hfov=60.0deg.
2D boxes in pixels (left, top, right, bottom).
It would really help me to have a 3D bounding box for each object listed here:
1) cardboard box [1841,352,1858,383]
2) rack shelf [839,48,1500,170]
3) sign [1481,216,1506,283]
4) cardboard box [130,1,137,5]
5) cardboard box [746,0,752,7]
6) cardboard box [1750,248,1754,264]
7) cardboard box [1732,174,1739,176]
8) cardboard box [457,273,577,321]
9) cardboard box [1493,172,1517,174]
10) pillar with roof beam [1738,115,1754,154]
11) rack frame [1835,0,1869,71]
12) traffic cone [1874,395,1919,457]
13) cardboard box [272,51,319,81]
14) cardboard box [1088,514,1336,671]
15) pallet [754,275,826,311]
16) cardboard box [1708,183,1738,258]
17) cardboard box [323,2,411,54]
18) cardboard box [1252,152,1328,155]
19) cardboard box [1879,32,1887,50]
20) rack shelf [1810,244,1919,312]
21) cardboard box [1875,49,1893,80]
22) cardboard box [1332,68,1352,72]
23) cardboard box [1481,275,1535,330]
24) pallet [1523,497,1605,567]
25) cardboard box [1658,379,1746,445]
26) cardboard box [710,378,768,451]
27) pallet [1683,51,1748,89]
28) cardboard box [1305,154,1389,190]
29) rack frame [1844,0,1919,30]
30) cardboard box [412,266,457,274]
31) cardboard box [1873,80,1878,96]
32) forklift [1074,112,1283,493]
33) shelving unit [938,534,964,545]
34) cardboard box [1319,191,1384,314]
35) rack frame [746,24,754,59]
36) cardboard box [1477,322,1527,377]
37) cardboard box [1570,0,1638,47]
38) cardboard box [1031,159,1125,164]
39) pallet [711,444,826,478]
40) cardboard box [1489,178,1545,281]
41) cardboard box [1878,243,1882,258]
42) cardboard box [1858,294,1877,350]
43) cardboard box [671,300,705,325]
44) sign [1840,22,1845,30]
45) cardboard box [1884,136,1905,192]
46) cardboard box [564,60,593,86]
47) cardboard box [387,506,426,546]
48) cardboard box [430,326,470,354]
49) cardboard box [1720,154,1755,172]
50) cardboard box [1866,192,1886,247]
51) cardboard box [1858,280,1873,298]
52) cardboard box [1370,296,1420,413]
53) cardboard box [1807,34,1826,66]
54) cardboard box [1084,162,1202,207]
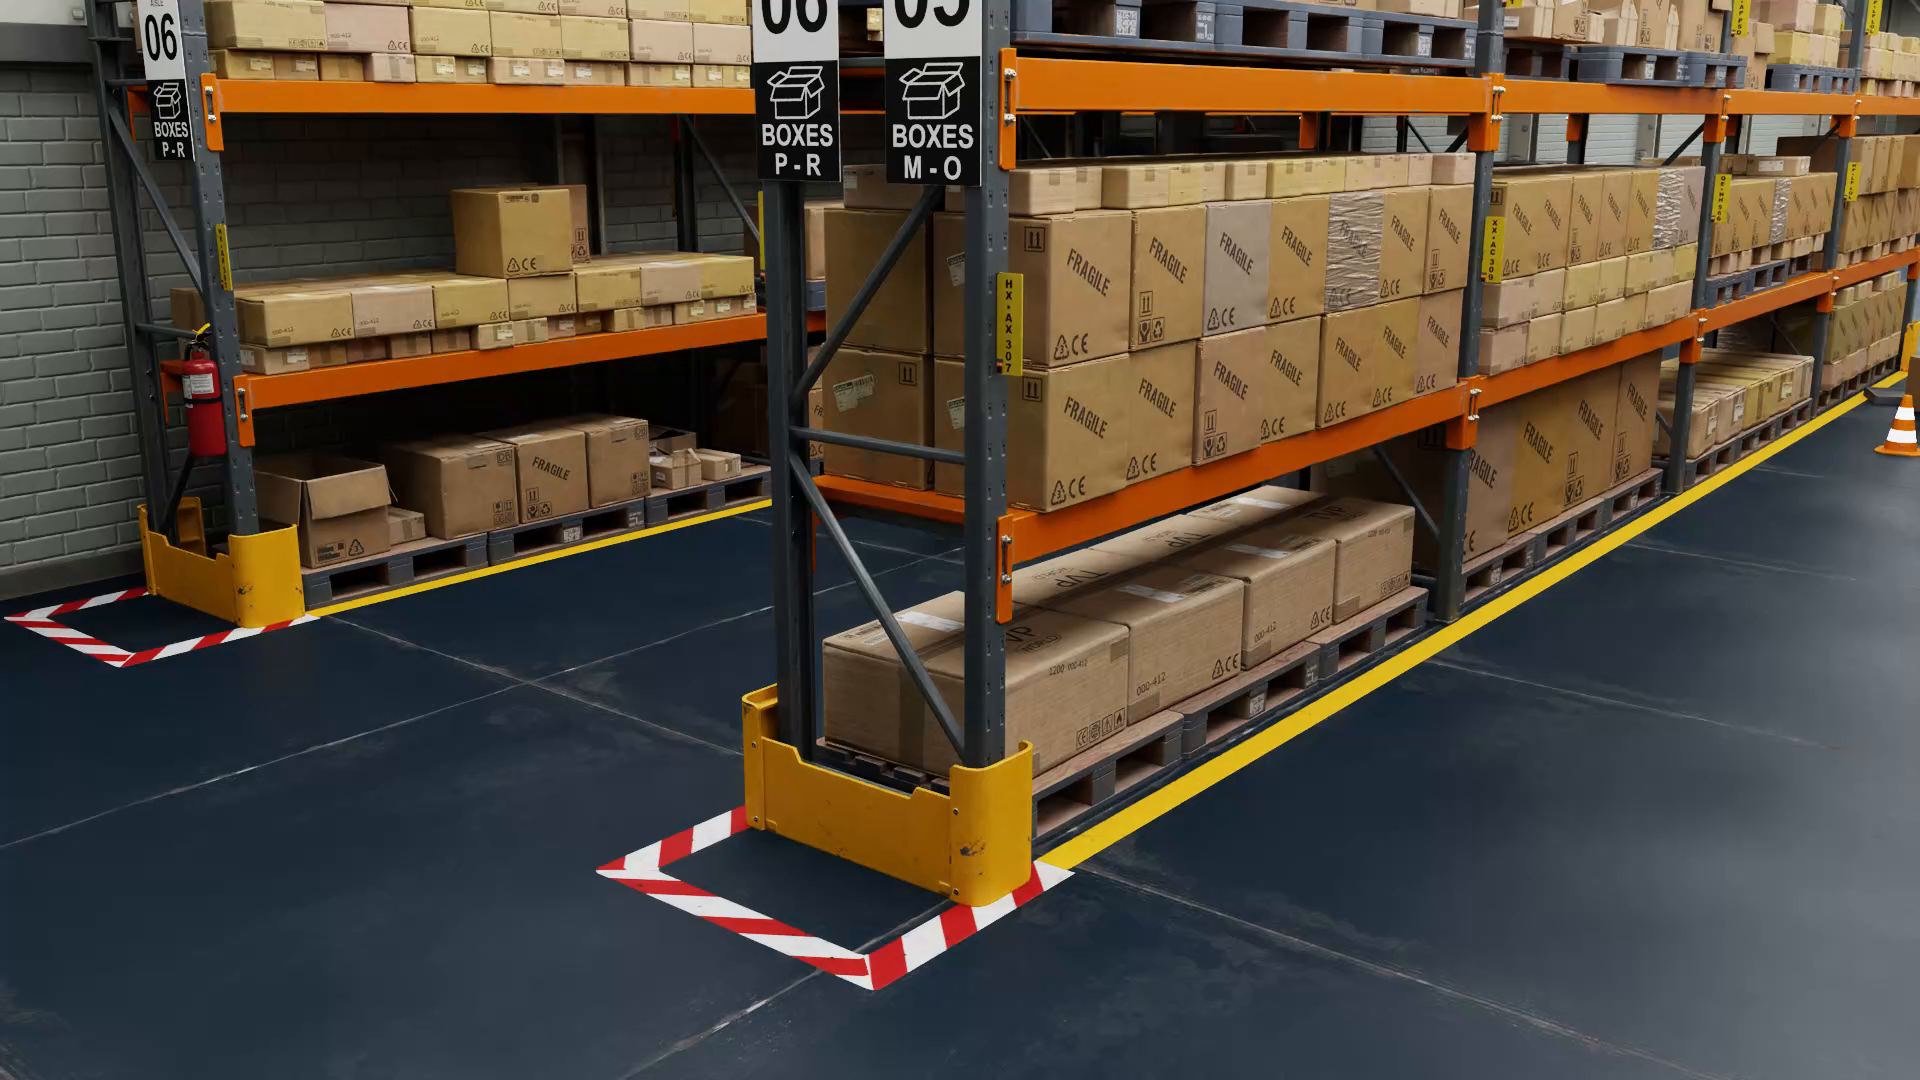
[{"bbox_3d":[8.181,-1.664,15.814,0.500,0.250,0.500,13,19,41],"label":"cardboard box"},{"bbox_3d":[0.988,-1.808,7.018,1.077,0.370,4.000,11,18,38],"label":"rack shelf"},{"bbox_3d":[2.678,-1.459,8.353,0.100,0.325,0.005,11,18,38],"label":"sign"},{"bbox_3d":[-4.069,-2.983,8.868,0.500,0.250,0.500,11,18,36],"label":"cardboard box"},{"bbox_3d":[-1.479,-3.852,11.609,0.396,0.266,0.258,11,18,37],"label":"cardboard box"},{"bbox_3d":[5.947,-2.229,12.964,0.380,0.149,0.250,12,19,40],"label":"cardboard box"},{"bbox_3d":[6.120,-2.780,13.815,0.500,0.500,0.500,11,18,37],"label":"cardboard box"},{"bbox_3d":[-2.699,-1.500,10.134,0.500,0.250,0.500,11,18,36],"label":"cardboard box"},{"bbox_3d":[2.984,-1.938,9.925,0.500,0.500,0.500,12,19,39],"label":"cardboard box"},{"bbox_3d":[19.447,-9.846,31.106,9.100,9.000,0.400,11,18,38],"label":"pillar with roof beam"},{"bbox_3d":[7.273,-5.526,14.098,1.000,3.000,0.127,11,18,38],"label":"rack frame"},{"bbox_3d":[7.583,-0.935,13.362,0.336,0.463,0.334,11,18,38],"label":"traffic cone"},{"bbox_3d":[-3.606,-2.499,8.785,0.380,0.149,0.250,12,18,39],"label":"cardboard box"},{"bbox_3d":[1.205,0.227,7.987,0.875,0.438,0.875,11,18,36],"label":"cardboard box"},{"bbox_3d":[-1.031,-1.897,12.387,1.003,0.211,1.213,11,18,38],"label":"pallet"},{"bbox_3d":[5.222,-2.299,11.919,0.500,0.500,0.500,11,18,36],"label":"cardboard box"},{"bbox_3d":[-3.337,-2.756,8.988,0.500,0.250,0.500,12,18,39],"label":"cardboard box"},{"bbox_3d":[1.569,-1.806,8.090,0.380,0.149,0.250,11,18,37],"label":"cardboard box"},{"bbox_3d":[8.039,-4.450,14.846,0.380,0.149,0.250,11,18,36],"label":"cardboard box"},{"bbox_3d":[8.531,-2.653,16.433,1.077,0.370,4.000,11,18,38],"label":"rack shelf"},{"bbox_3d":[8.080,-4.286,15.009,0.500,0.250,0.500,11,18,37],"label":"cardboard box"},{"bbox_3d":[3.929,-5.009,17.609,0.380,0.149,0.250,12,18,39],"label":"cardboard box"},{"bbox_3d":[2.741,-1.296,8.923,0.500,0.250,0.500,11,18,36],"label":"cardboard box"},{"bbox_3d":[3.438,-0.129,10.701,1.003,0.211,1.213,11,18,38],"label":"pallet"},{"bbox_3d":[5.580,-1.031,13.075,0.950,0.372,0.625,11,18,36],"label":"cardboard box"},{"bbox_3d":[-1.539,-0.985,12.633,0.500,0.500,0.500,11,18,37],"label":"cardboard box"},{"bbox_3d":[4.396,-3.083,10.958,1.213,0.211,1.003,12,19,40],"label":"pallet"},{"bbox_3d":[1.740,-1.694,7.648,0.380,0.149,0.250,11,18,37],"label":"cardboard box"},{"bbox_3d":[9.788,-6.292,17.114,1.000,3.000,0.127,11,18,38],"label":"rack frame"},{"bbox_3d":[-3.080,-1.581,10.454,0.500,0.250,0.500,11,18,37],"label":"cardboard box"},{"bbox_3d":[8.126,-4.120,15.166,0.380,0.149,0.250,12,19,39],"label":"cardboard box"},{"bbox_3d":[1.564,-1.833,11.885,1.130,2.935,3.031,13,19,41],"label":"forklift"},{"bbox_3d":[0.009,-0.584,10.486,0.258,1.200,0.189,11,18,38],"label":"shelving unit"},{"bbox_3d":[1.526,-1.291,7.380,0.500,0.500,0.500,12,18,38],"label":"cardboard box"},{"bbox_3d":[-1.618,-4.761,11.088,1.000,3.000,0.127,11,18,38],"label":"rack frame"},{"bbox_3d":[2.727,-1.057,8.996,0.500,0.250,0.500,11,18,36],"label":"cardboard box"},{"bbox_3d":[3.666,-2.974,9.566,0.396,0.266,0.258,13,19,42],"label":"cardboard box"},{"bbox_3d":[0.449,-1.463,6.739,0.380,0.149,0.250,11,18,37],"label":"cardboard box"},{"bbox_3d":[-1.136,-0.664,12.807,1.003,0.211,1.213,11,18,38],"label":"pallet"},{"bbox_3d":[2.746,-1.659,8.827,0.500,0.500,0.500,12,18,38],"label":"cardboard box"},{"bbox_3d":[8.669,-2.803,16.076,0.380,0.149,0.250,11,18,37],"label":"cardboard box"},{"bbox_3d":[8.509,-2.127,16.112,0.500,0.500,0.500,12,19,40],"label":"cardboard box"},{"bbox_3d":[-1.913,-1.525,11.044,0.380,0.149,0.250,12,18,39],"label":"cardboard box"},{"bbox_3d":[9.365,-5.346,17.706,0.100,0.325,0.005,11,18,38],"label":"sign"},{"bbox_3d":[8.393,-3.533,15.598,0.700,0.500,0.500,11,18,36],"label":"cardboard box"},{"bbox_3d":[-2.448,-2.832,10.098,0.380,0.149,0.250,11,18,38],"label":"cardboard box"},{"bbox_3d":[-3.376,-0.087,9.811,0.380,0.149,0.250,10,18,35],"label":"cardboard box"},{"bbox_3d":[-3.081,-1.188,9.719,0.380,0.149,0.250,12,18,38],"label":"cardboard box"},{"bbox_3d":[6.703,-3.293,14.517,0.380,0.149,0.250,11,18,37],"label":"cardboard box"},{"bbox_3d":[8.390,-3.046,15.713,0.500,0.500,0.500,11,18,37],"label":"cardboard box"},{"bbox_3d":[8.468,-2.403,15.883,0.380,0.149,0.250,13,19,41],"label":"cardboard box"},{"bbox_3d":[1.834,-0.907,7.897,0.500,0.500,0.500,11,18,36],"label":"cardboard box"},{"bbox_3d":[6.697,-3.972,13.528,0.500,0.250,0.500,12,18,38],"label":"cardboard box"},{"bbox_3d":[0.683,-1.339,6.251,0.380,0.149,0.250,11,18,36],"label":"cardboard box"}]
